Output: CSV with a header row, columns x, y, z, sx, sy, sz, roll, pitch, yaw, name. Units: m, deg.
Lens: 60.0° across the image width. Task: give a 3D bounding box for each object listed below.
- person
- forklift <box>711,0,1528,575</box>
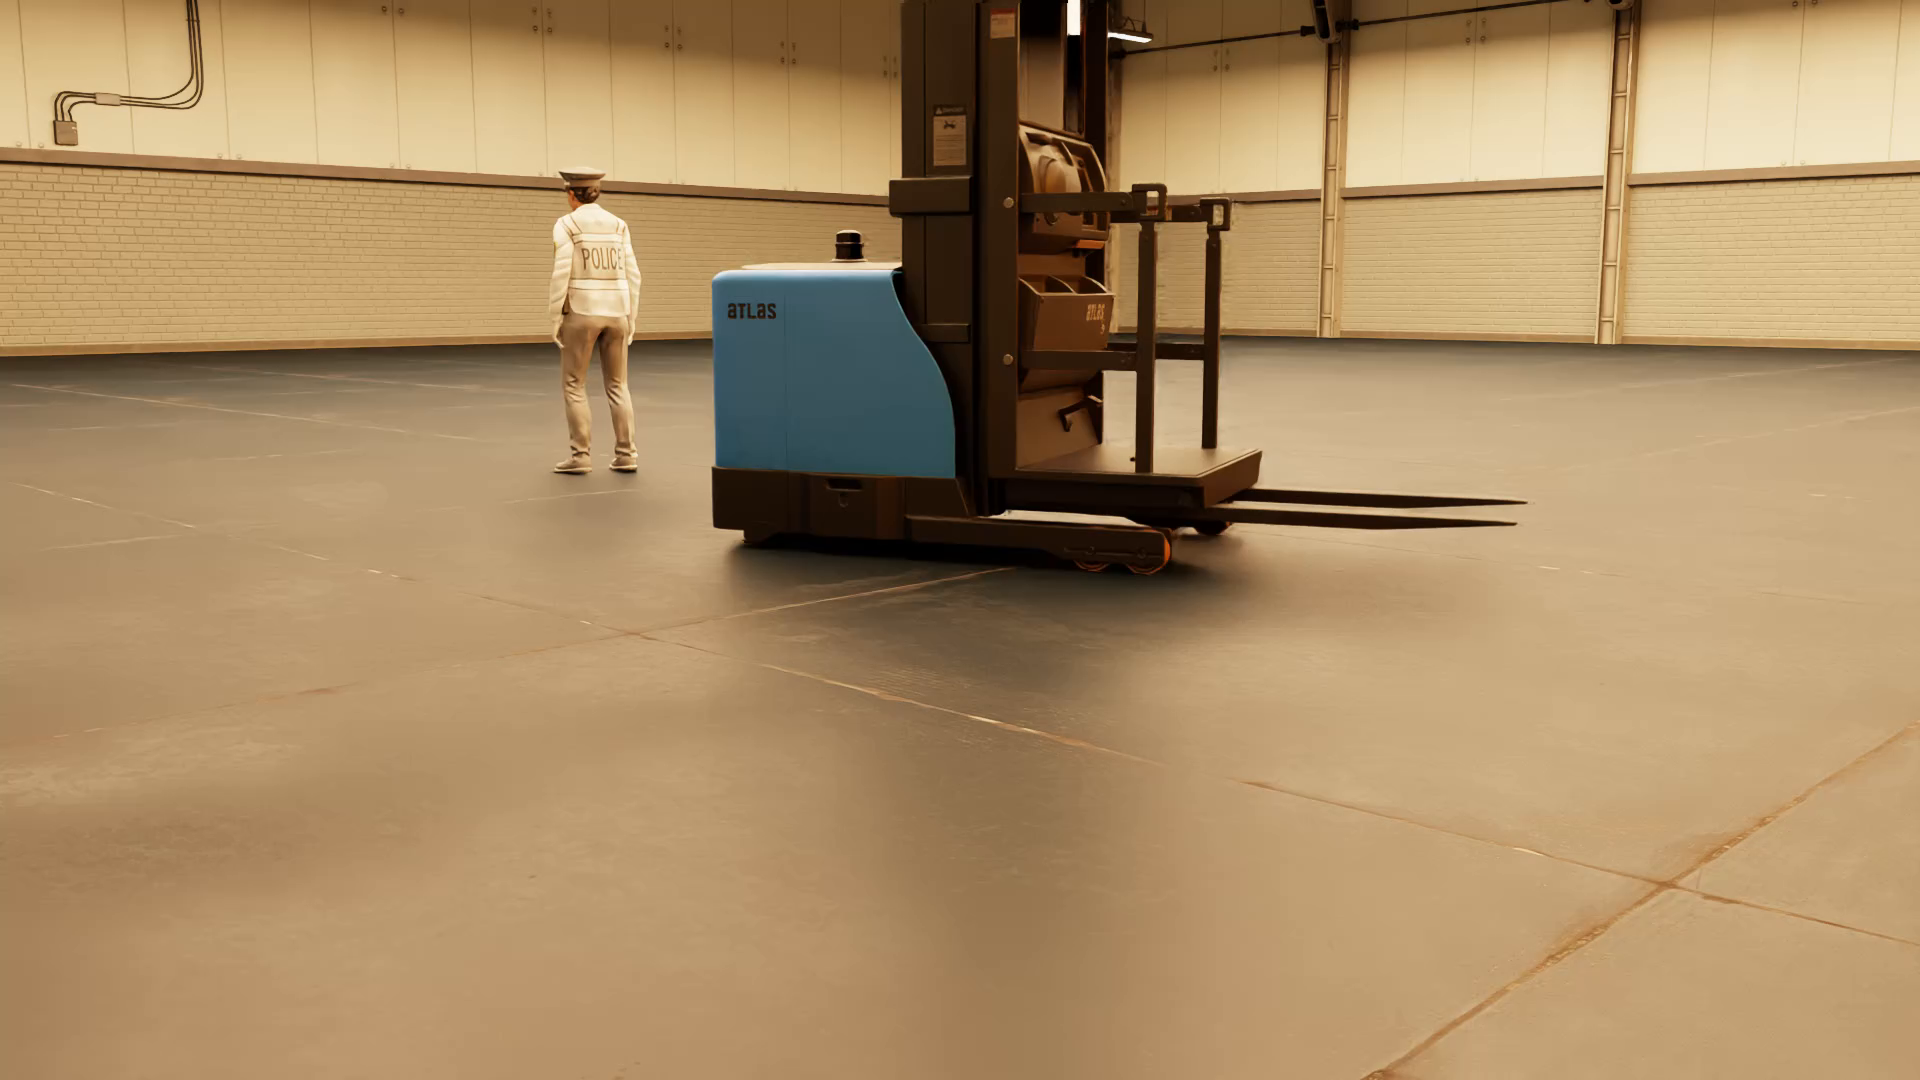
x,y,z,sx,sy,sz,roll,pitch,yaw,name
-2.006,-1.196,9.102,0.532,1.666,0.373,-7,11,-38,person
0.588,-1.414,6.266,3.031,2.935,1.130,3,9,22,forklift
